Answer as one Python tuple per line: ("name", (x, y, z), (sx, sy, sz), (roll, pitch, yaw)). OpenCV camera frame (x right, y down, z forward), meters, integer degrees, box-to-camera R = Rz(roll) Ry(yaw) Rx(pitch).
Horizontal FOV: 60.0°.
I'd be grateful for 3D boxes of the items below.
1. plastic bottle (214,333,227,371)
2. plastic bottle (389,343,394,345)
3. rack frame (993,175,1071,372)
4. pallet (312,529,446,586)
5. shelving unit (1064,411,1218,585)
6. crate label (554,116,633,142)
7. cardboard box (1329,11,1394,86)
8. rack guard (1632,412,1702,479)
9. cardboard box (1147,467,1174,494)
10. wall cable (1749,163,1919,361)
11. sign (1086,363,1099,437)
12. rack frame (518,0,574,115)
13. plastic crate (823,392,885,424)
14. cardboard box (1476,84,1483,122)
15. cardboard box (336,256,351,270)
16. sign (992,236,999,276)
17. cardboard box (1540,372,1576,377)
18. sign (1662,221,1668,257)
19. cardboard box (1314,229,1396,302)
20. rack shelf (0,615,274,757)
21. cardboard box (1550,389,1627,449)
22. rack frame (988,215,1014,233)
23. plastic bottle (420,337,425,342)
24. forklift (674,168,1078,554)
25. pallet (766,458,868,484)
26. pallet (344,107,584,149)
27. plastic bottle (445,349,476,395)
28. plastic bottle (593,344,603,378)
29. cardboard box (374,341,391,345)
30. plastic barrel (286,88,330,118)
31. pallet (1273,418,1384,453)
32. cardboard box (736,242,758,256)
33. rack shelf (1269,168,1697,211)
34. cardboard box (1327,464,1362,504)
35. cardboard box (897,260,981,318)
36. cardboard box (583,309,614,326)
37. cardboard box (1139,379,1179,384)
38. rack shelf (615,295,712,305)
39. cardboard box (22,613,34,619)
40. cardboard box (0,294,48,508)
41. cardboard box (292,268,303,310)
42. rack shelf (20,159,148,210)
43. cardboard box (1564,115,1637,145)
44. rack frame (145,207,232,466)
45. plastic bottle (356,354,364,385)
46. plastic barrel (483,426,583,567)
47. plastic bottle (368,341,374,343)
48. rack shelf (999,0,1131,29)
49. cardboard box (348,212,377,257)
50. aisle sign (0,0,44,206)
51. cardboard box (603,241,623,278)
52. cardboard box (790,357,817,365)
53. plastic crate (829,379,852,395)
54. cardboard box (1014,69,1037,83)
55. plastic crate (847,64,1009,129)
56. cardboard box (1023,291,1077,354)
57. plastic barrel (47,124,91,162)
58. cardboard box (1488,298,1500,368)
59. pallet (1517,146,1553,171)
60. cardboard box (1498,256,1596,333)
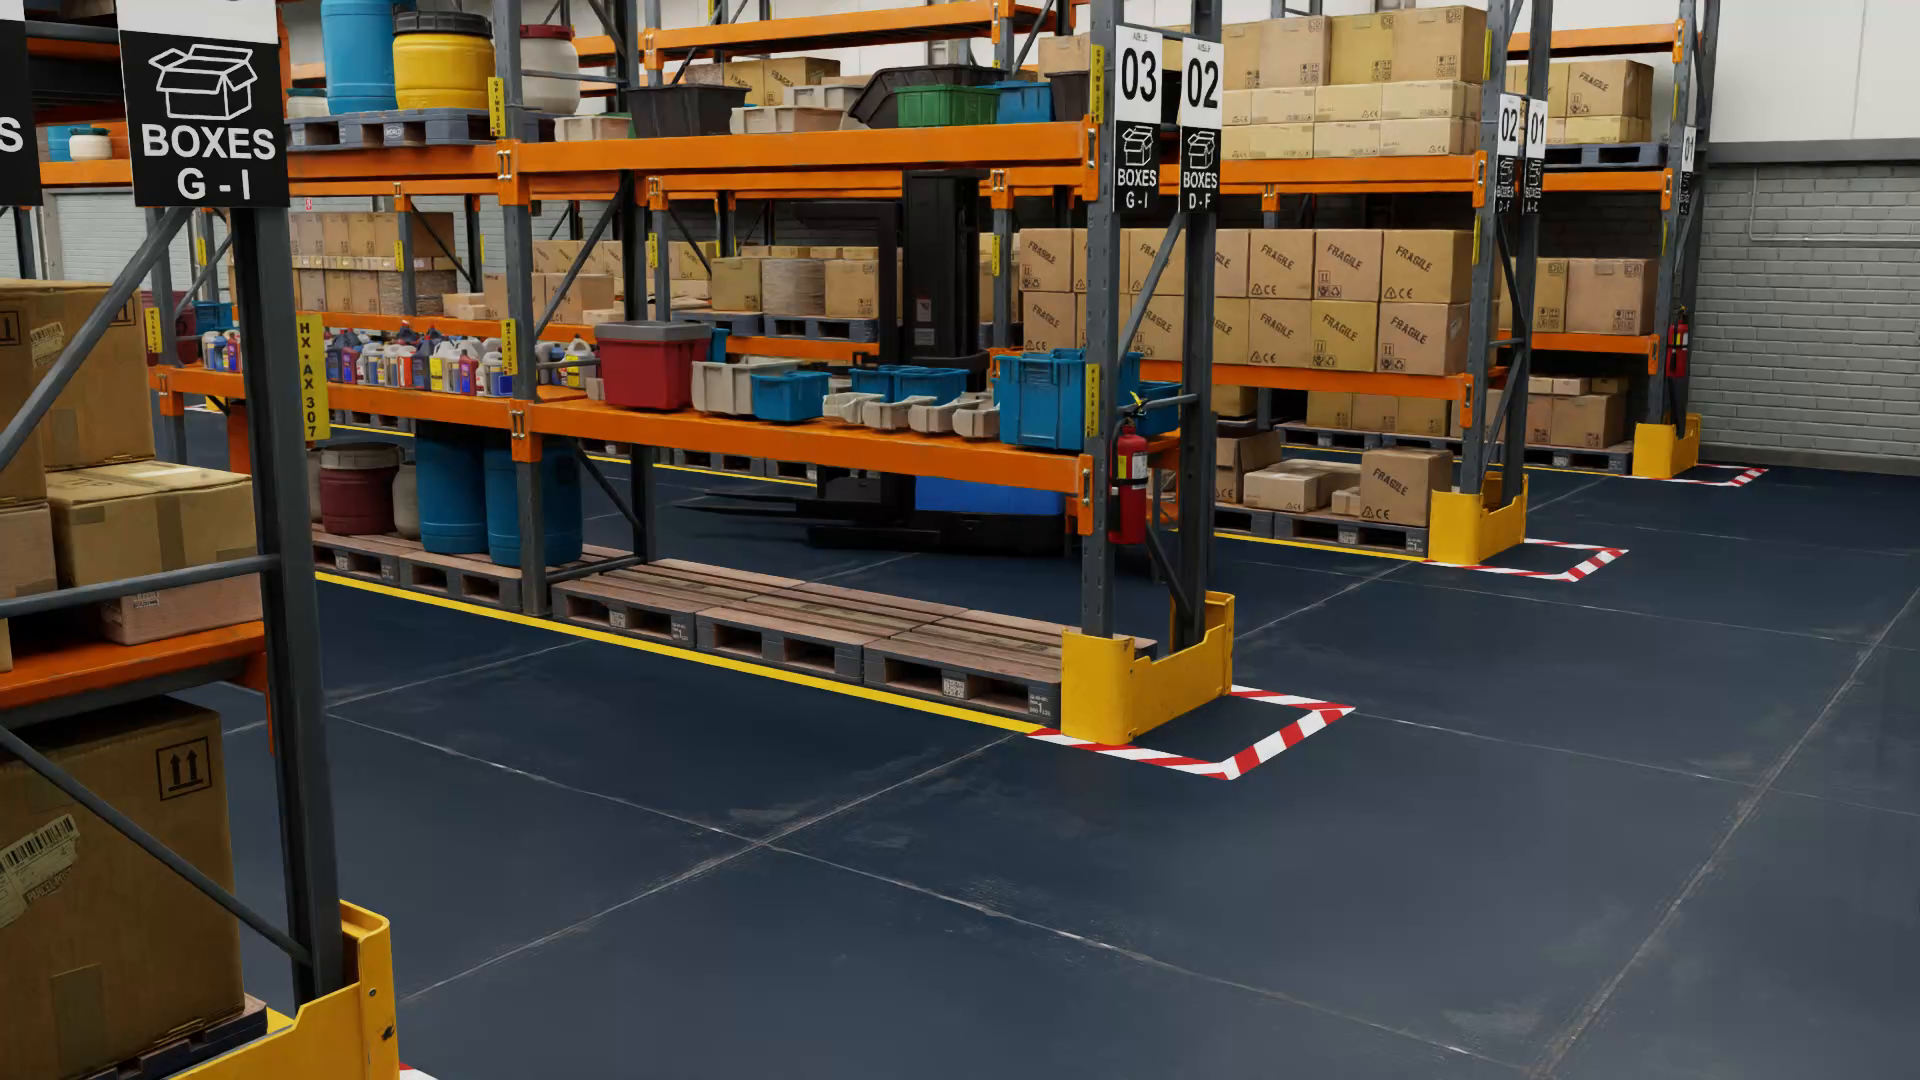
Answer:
("plastic bottle", (-5.308, -1.352, 11.961), (0.097, 0.271, 0.097), (0, 11, 0))
("plastic bottle", (-3.765, -1.173, 11.034), (0.097, 0.271, 0.097), (0, 11, 0))
("rack frame", (0.616, -1.839, 14.138), (0.127, 3.000, 1.000), (8, 13, 36))
("pallet", (-3.903, 0.058, 11.675), (1.213, 0.211, 1.003), (8, 13, 36))
("shelving unit", (1.226, -0.364, 11.449), (0.538, 1.125, 1.048), (-6, 13, -30))
("crate label", (-2.095, -2.325, 9.448), (0.466, 0.136, 0.293), (8, 13, 36))
("cardboard box", (3.064, -3.526, 12.067), (0.500, 0.500, 0.700), (8, 13, 36))
("rack guard", (6.789, -0.918, 15.959), (0.348, 0.500, 1.175), (8, 13, 36))
("cardboard box", (1.530, -0.488, 13.455), (0.250, 0.166, 0.380), (8, 13, 36))
("wall cable", (8.361, -2.648, 15.644), (1.851, 1.984, 0.084), (8, 13, 36))
("sign", (0.593, -0.625, 7.436), (0.005, 0.325, 0.100), (8, 13, 36))
("rack frame", (-6.127, -6.892, 24.464), (0.127, 3.000, 1.000), (8, 13, 36))
("plastic crate", (-0.573, -0.688, 8.726), (0.250, 0.136, 0.298), (8, 13, 36))
("cardboard box", (3.580, -3.131, 12.000), (0.500, 0.250, 0.500), (8, 13, 36))
("cardboard box", (-6.997, -3.218, 19.297), (0.250, 0.149, 0.380), (8, 13, 35))
("sign", (0.291, -2.322, 13.587), (0.005, 0.325, 0.100), (8, 13, 36))
("cardboard box", (5.956, -1.582, 16.579), (0.250, 0.149, 0.380), (8, 14, 36))
("sign", (6.437, -2.751, 15.182), (0.005, 0.325, 0.100), (8, 13, 36))
("cardboard box", (2.911, -1.994, 12.043), (0.500, 0.500, 0.500), (8, 14, 37))
("rack shelf", (-3.638, 0.255, 5.207), (4.000, 0.370, 1.077), (8, 13, 36))
("cardboard box", (6.146, -1.190, 16.261), (0.500, 0.500, 0.700), (8, 13, 36))
("rack frame", (0.321, -3.047, 20.385), (0.127, 3.000, 1.000), (8, 13, 36))
("plastic bottle", (-3.719, -1.275, 11.564), (0.097, 0.271, 0.097), (0, 11, 0))
("forklift", (-0.638, -1.469, 12.407), (3.031, 2.935, 1.130), (3, 11, 14))
("pallet", (-1.049, -0.693, 15.554), (1.213, 0.211, 1.003), (8, 13, 36))
("pallet", (-3.008, -2.534, 10.332), (1.003, 0.211, 1.213), (8, 13, 36))
("plastic bottle", (-3.122, -1.056, 10.418), (0.135, 0.276, 0.152), (8, 13, 36))
("plastic bottle", (-2.362, -1.130, 10.782), (0.133, 0.283, 0.061), (8, 13, 36))
("cardboard box", (-6.731, -2.039, 19.333), (0.500, 0.500, 0.500), (8, 13, 36))
("plastic barrel", (-4.592, -3.044, 11.726), (0.301, 0.262, 0.301), (0, 11, 0))
("pallet", (4.112, -1.131, 17.821), (1.213, 0.211, 1.003), (8, 13, 36))
("cardboard box", (-3.158, -3.886, 23.089), (0.500, 0.500, 0.500), (8, 13, 34))
("rack shelf", (5.157, -3.492, 16.681), (4.000, 0.370, 1.077), (8, 13, 36))
("cardboard box", (3.167, -0.416, 12.864), (0.500, 0.250, 0.500), (8, 13, 36))
("cardboard box", (-0.225, -2.249, 14.890), (0.700, 0.500, 0.500), (-11, 15, -44))
("cardboard box", (-3.669, -2.300, 17.183), (0.250, 0.149, 0.380), (9, 14, 40))
("cardboard box", (2.226, -1.901, 19.014), (0.750, 0.750, 0.750), (8, 14, 37))
("rack shelf", (-4.515, -3.369, 23.940), (4.000, 0.370, 1.077), (8, 13, 36))
("cardboard box", (-2.531, 0.102, 4.764), (0.250, 0.149, 0.380), (8, 13, 34))
("cardboard box", (-2.575, -0.328, 3.966), (0.500, 0.500, 0.500), (8, 14, 36))
("cardboard box", (-7.864, -3.068, 20.226), (0.500, 0.500, 0.700), (8, 14, 36))
("rack shelf", (-7.155, -2.875, 13.491), (4.000, 0.370, 1.077), (8, 13, 36))
("cardboard box", (6.022, -3.844, 15.631), (0.500, 0.250, 0.500), (8, 14, 37))
("rack frame", (-5.543, -1.531, 12.545), (0.127, 3.000, 1.000), (8, 13, 36))
("plastic bottle", (-3.934, -1.126, 10.977), (0.097, 0.201, 0.097), (0, 11, 0))
("plastic barrel", (-2.747, -0.321, 10.709), (0.708, 0.901, 0.600), (8, 13, 36))
("plastic bottle", (-4.304, -1.357, 12.168), (0.097, 0.201, 0.097), (0, 11, 0))
("rack shelf", (2.228, -4.205, 12.475), (4.000, 0.370, 1.077), (8, 13, 36))
("cardboard box", (-6.601, -3.530, 19.200), (0.500, 0.500, 0.700), (8, 13, 35))
("aisle sign", (-2.146, -1.095, 3.450), (0.004, 0.787, 0.394), (8, 13, 36))
("cardboard box", (-4.691, -3.979, 23.569), (0.500, 0.500, 0.500), (8, 14, 37))
("cardboard box", (-1.853, -2.355, 22.230), (0.500, 0.500, 0.700), (8, 13, 34))
("plastic crate", (-0.737, -0.831, 9.466), (0.466, 0.136, 0.293), (8, 13, 36))
("cardboard box", (0.254, -3.684, 14.145), (0.600, 0.600, 0.600), (6, 13, 30))
("plastic crate", (-0.163, -2.287, 8.722), (0.767, 0.338, 0.504), (8, 13, 36))
("cardboard box", (0.866, -1.789, 13.617), (0.500, 0.500, 0.500), (8, 14, 37))
("plastic barrel", (-7.174, -3.528, 13.653), (0.708, 0.901, 0.600), (8, 13, 36))
("cardboard box", (3.639, -1.529, 12.270), (0.500, 0.500, 0.500), (8, 14, 37))
("pallet", (5.178, -3.796, 16.590), (1.213, 0.211, 1.003), (8, 13, 36))
("cardboard box", (5.759, -2.431, 16.410), (0.700, 0.700, 0.980), (8, 13, 35))
